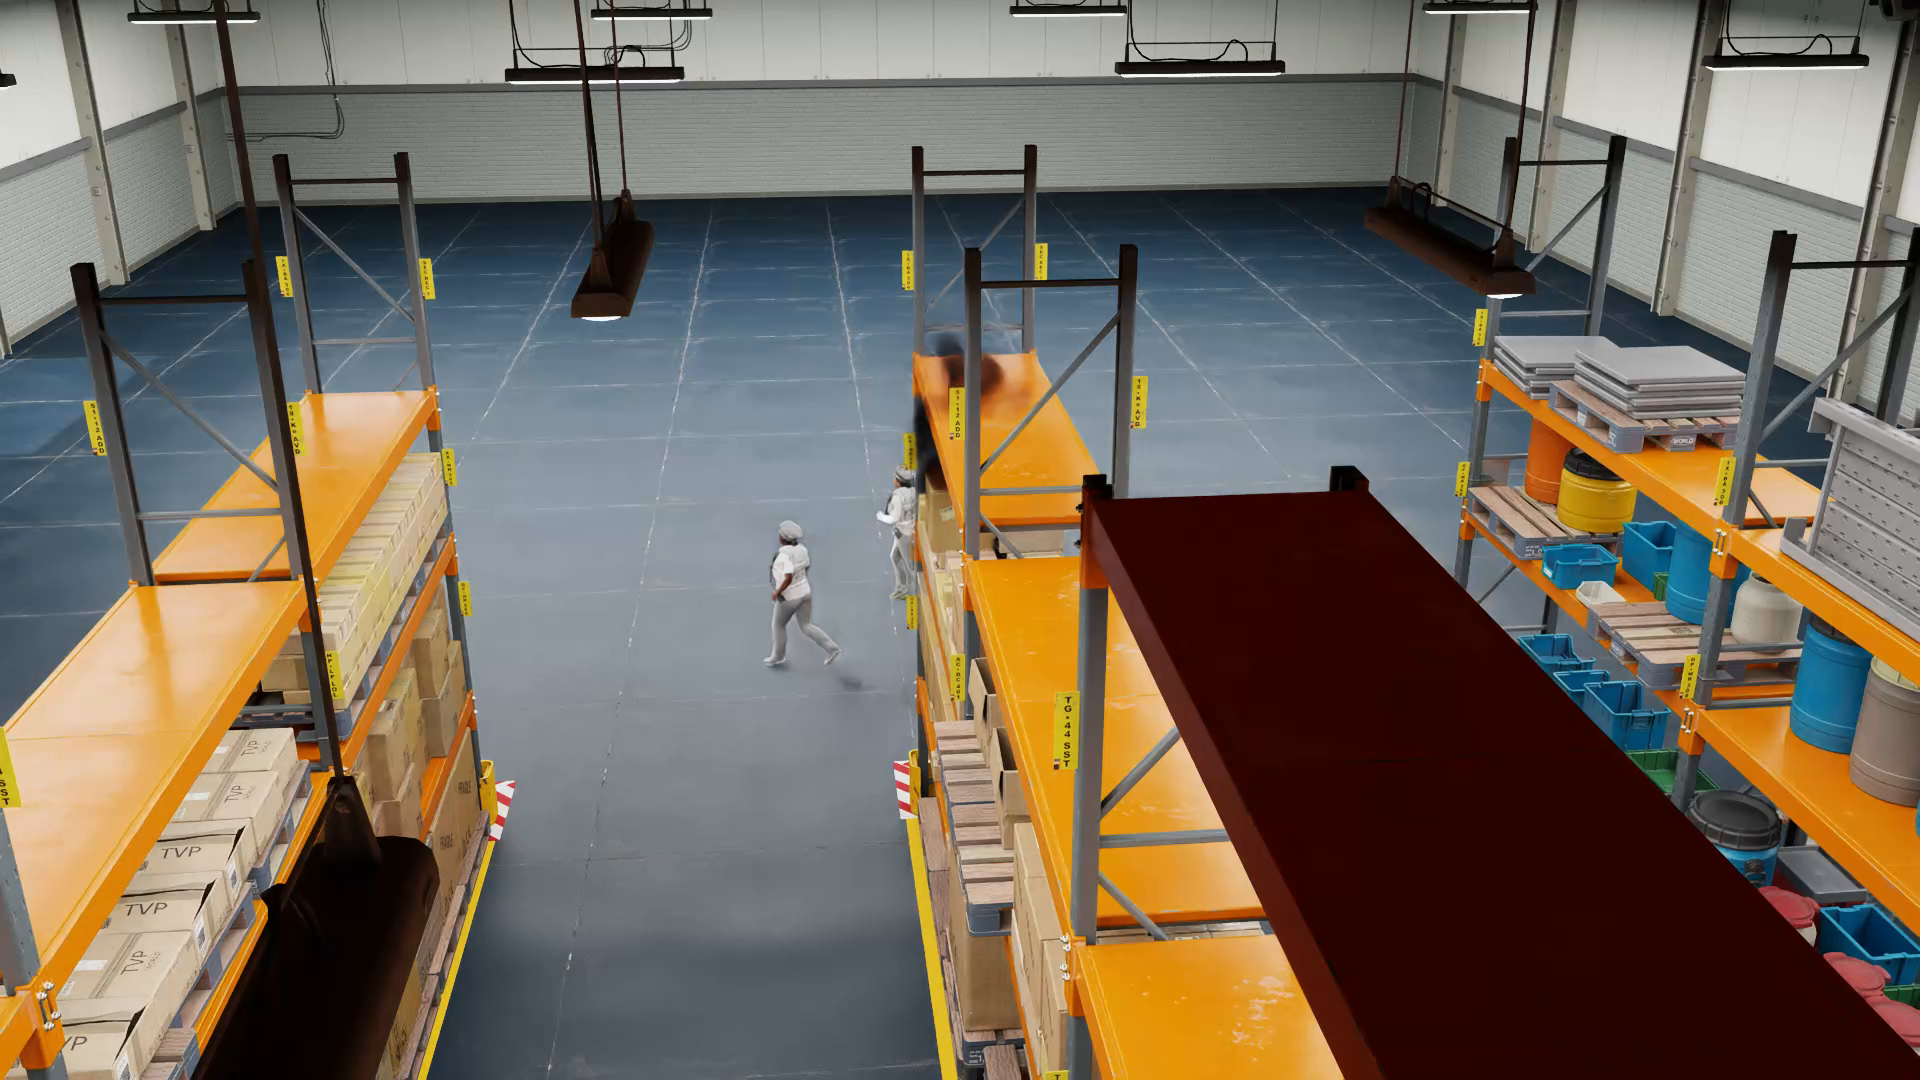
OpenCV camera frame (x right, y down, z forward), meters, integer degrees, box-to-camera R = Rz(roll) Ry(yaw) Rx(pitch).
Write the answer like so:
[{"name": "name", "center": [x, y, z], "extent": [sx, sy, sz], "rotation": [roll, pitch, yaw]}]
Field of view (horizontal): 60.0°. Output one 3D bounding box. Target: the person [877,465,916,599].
[{"name": "person", "center": [-0.605, -0.016, 19.393], "extent": [0.759, 1.749, 0.606], "rotation": [10, 24, 23]}]

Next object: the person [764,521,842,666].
[{"name": "person", "center": [-1.739, 0.628, 17.767], "extent": [0.931, 1.716, 0.385], "rotation": [14, 25, 31]}]

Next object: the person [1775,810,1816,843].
[{"name": "person", "center": [6.782, 2.560, 13.129], "extent": [0.582, 1.520, 0.828], "rotation": [-2, 22, -6]}]
